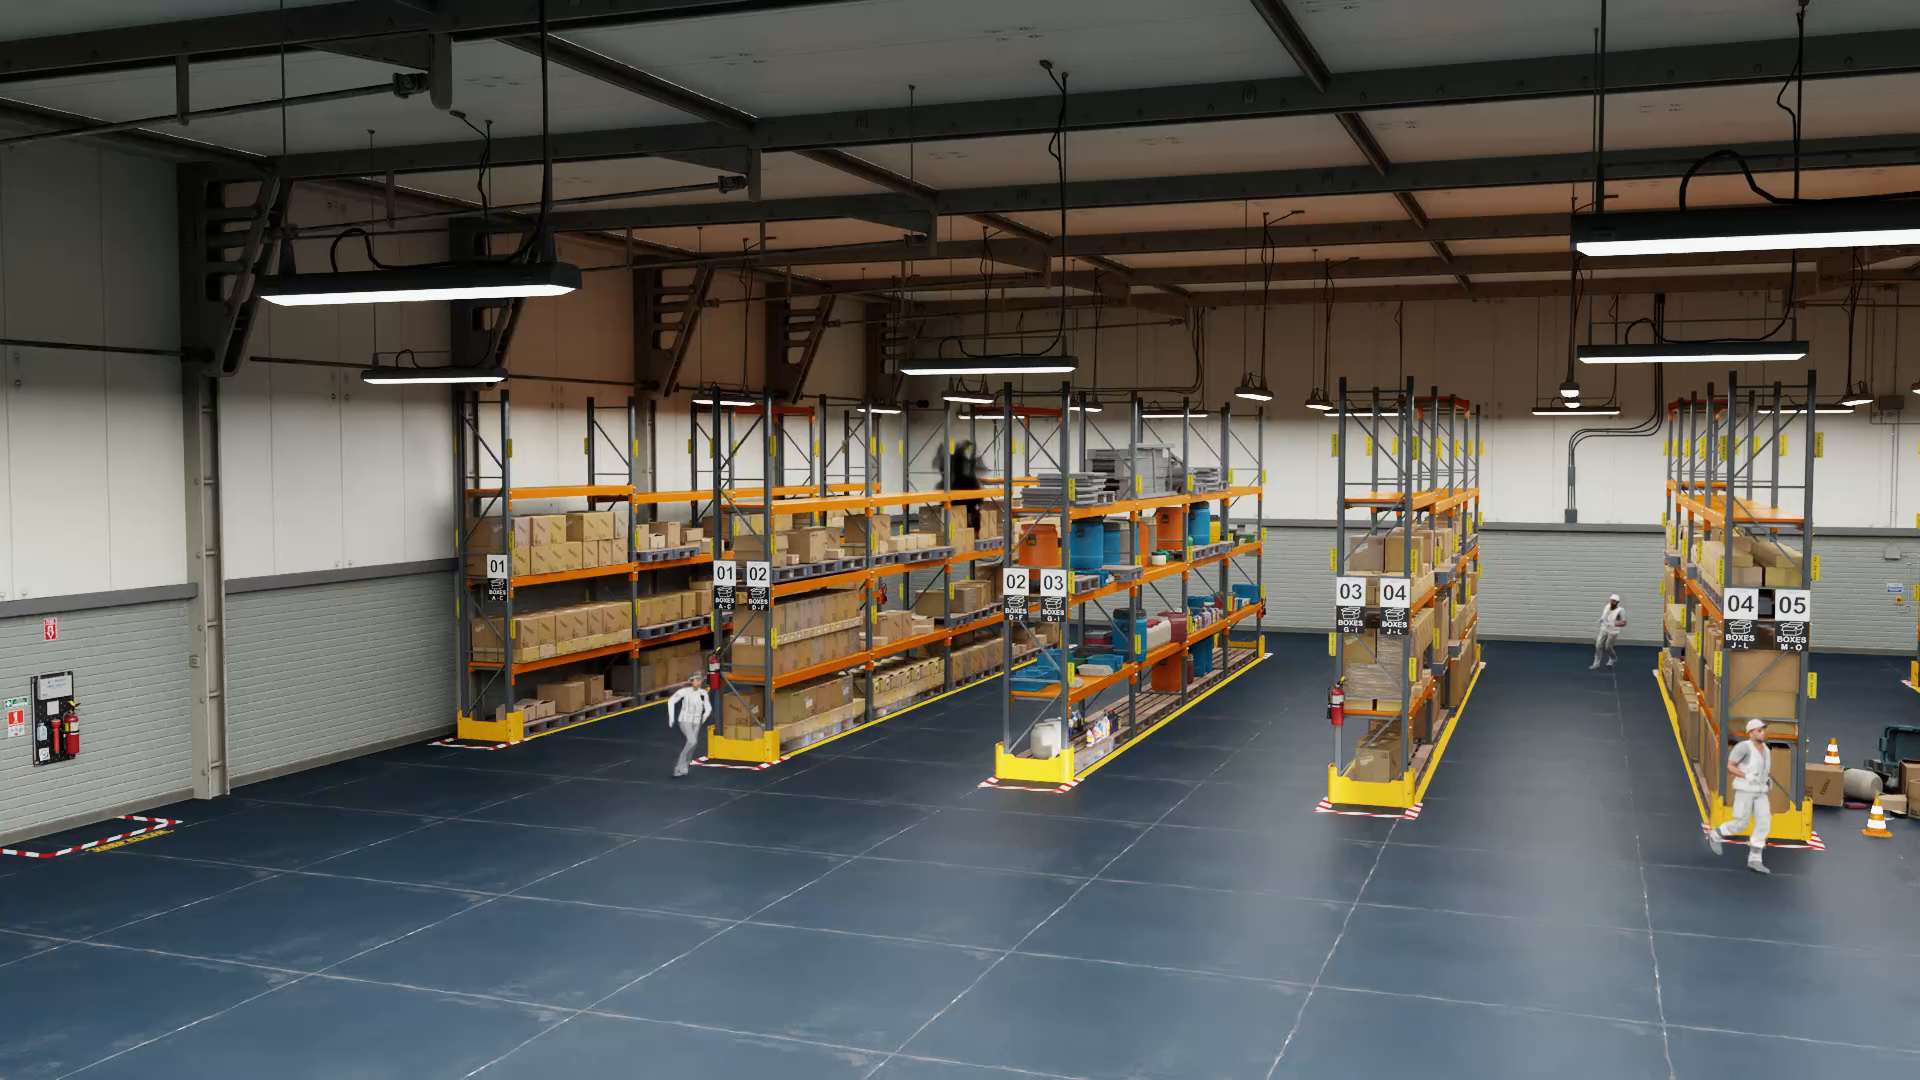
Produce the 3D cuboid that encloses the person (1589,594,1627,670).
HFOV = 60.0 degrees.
[{"bbox_3d":[14.762,2.085,37.587,0.848,1.726,0.725,-2,4,-27],"label":"person"}]

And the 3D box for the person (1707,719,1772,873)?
[{"bbox_3d":[9.451,3.025,19.938,0.669,1.780,0.858,-1,3,-20],"label":"person"}]

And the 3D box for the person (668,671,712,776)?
[{"bbox_3d":[-4.087,2.801,25.394,0.636,1.617,0.611,-2,4,-33],"label":"person"}]
